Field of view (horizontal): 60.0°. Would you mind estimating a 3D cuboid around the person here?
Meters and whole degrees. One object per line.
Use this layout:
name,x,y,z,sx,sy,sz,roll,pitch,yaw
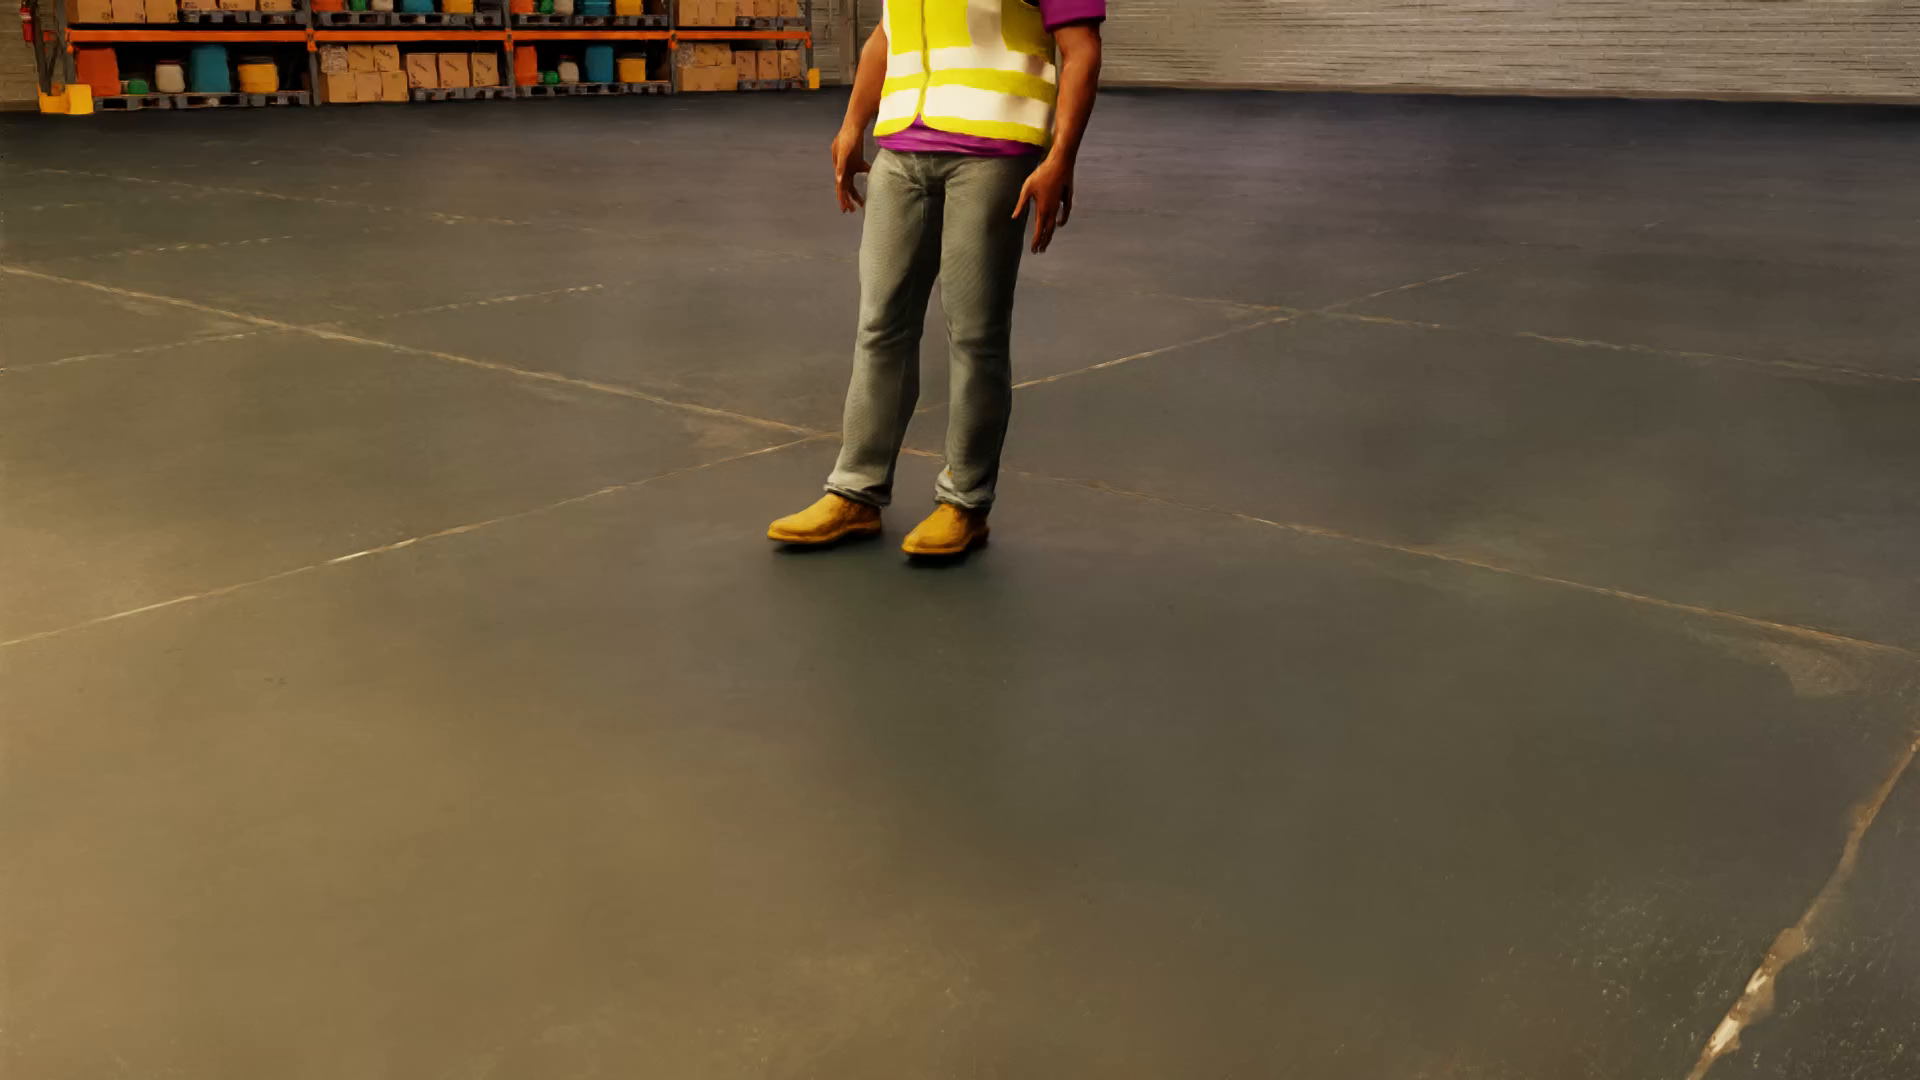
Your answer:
person,-0.049,-0.837,3.635,0.665,1.766,0.576,13,21,37
